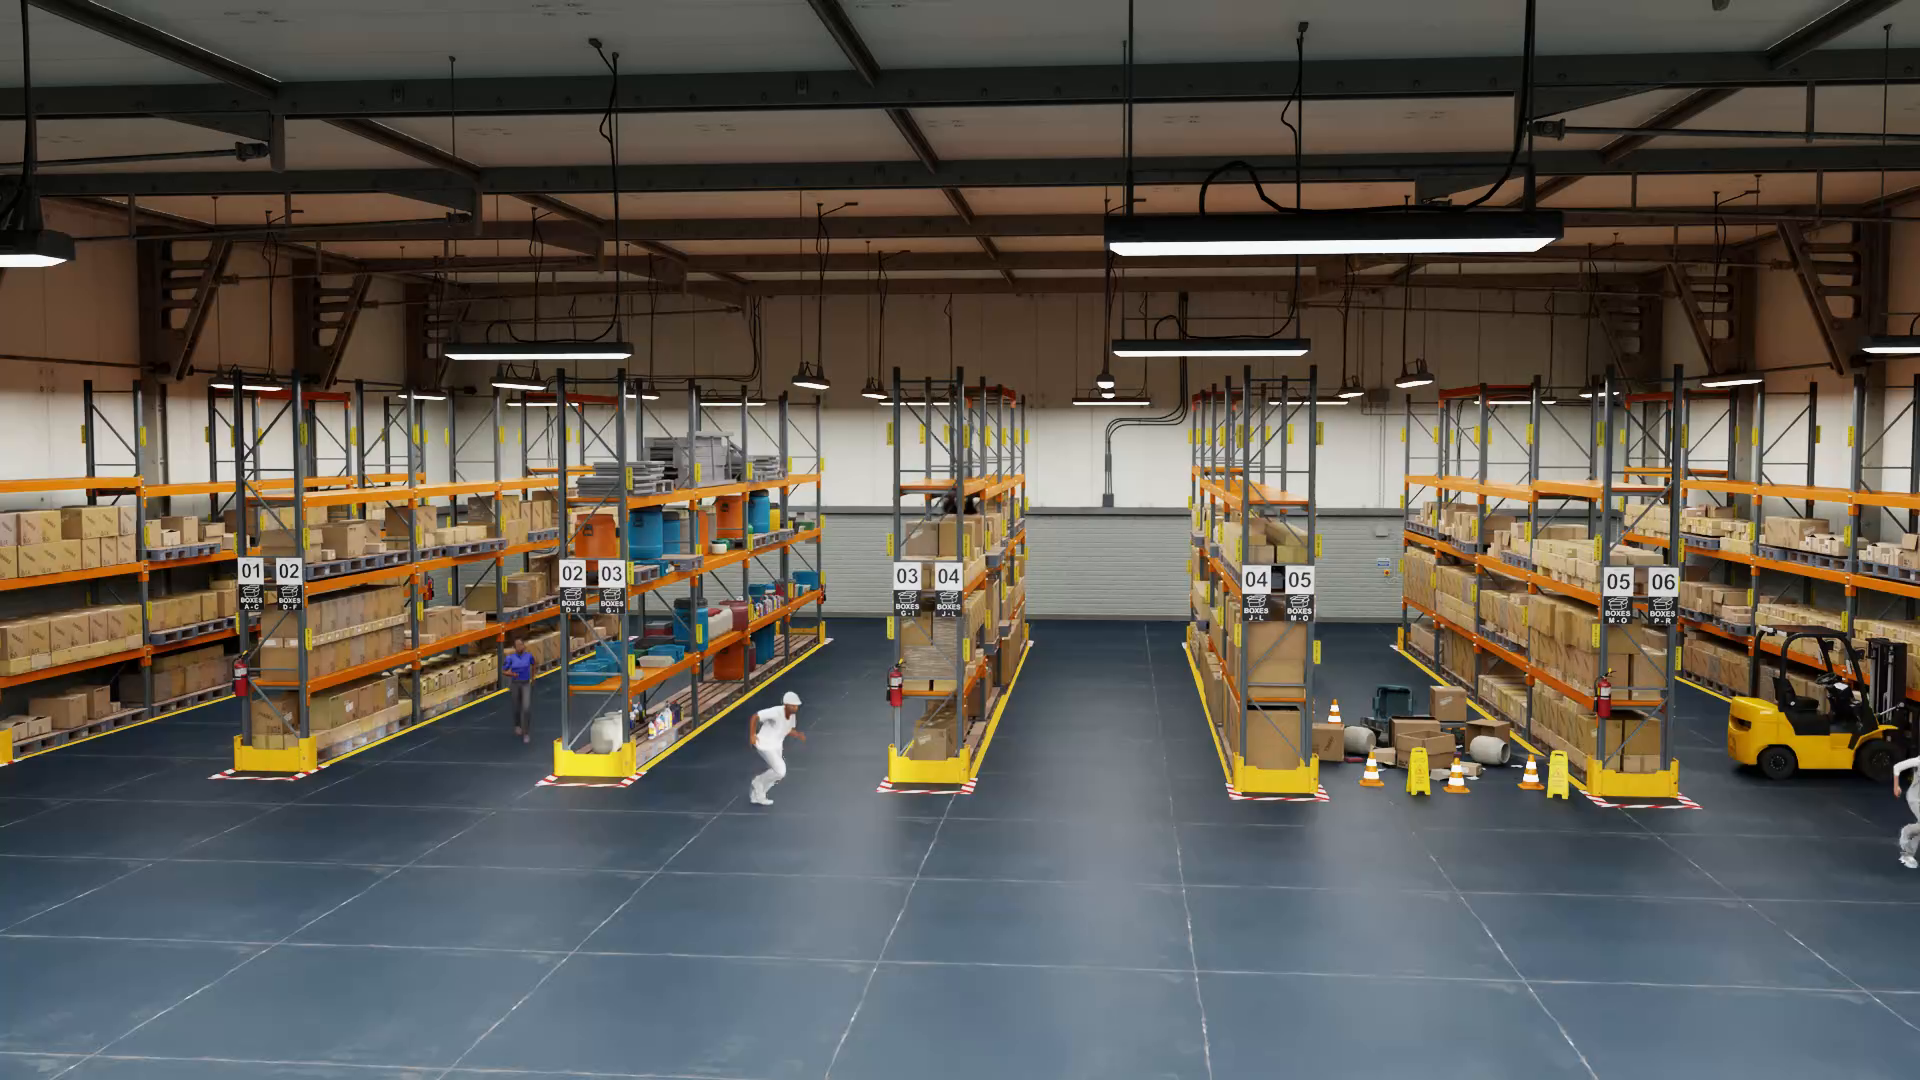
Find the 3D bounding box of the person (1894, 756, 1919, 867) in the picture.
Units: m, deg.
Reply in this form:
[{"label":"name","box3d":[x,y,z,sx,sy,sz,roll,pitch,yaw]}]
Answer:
[{"label":"person","box3d":[11.157,3.059,19.221,0.524,1.516,0.665,-1,4,-10]}]

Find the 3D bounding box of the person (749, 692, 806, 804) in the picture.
[{"label":"person","box3d":[-2.503,2.820,22.412,0.838,1.578,0.735,2,4,29]}]

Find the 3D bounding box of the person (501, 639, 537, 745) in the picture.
[{"label":"person","box3d":[-7.257,2.515,27.400,0.569,1.591,0.851,-1,4,-16]}]
